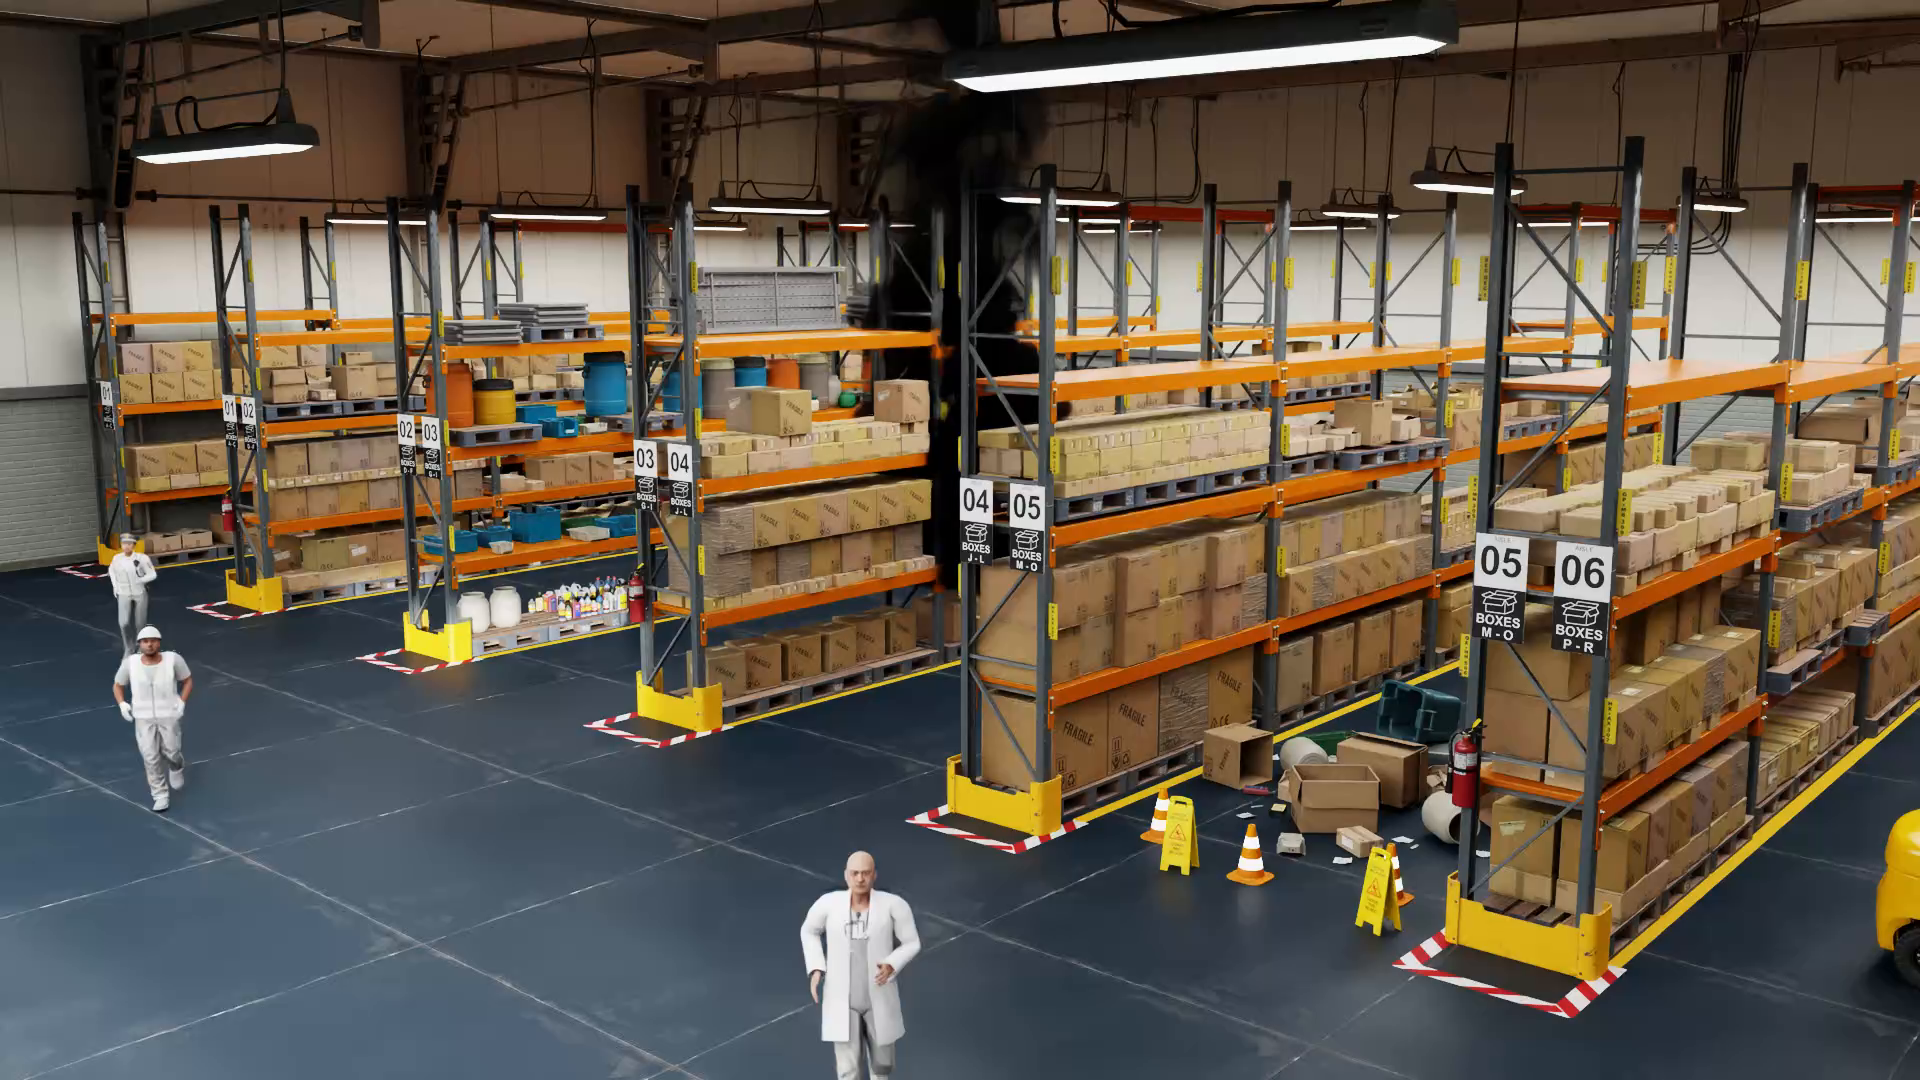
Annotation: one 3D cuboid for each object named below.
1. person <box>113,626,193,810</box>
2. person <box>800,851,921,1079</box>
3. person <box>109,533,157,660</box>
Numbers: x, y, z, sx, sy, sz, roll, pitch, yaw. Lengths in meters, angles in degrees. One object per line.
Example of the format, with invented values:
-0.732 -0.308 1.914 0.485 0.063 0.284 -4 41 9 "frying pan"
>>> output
-7.719 1.675 15.945 0.694 1.747 0.651 -4 10 -21 "person"
-0.592 2.693 9.851 0.720 1.747 0.916 0 9 -2 "person"
-10.806 0.754 21.746 0.601 1.739 0.721 -3 10 -18 "person"
